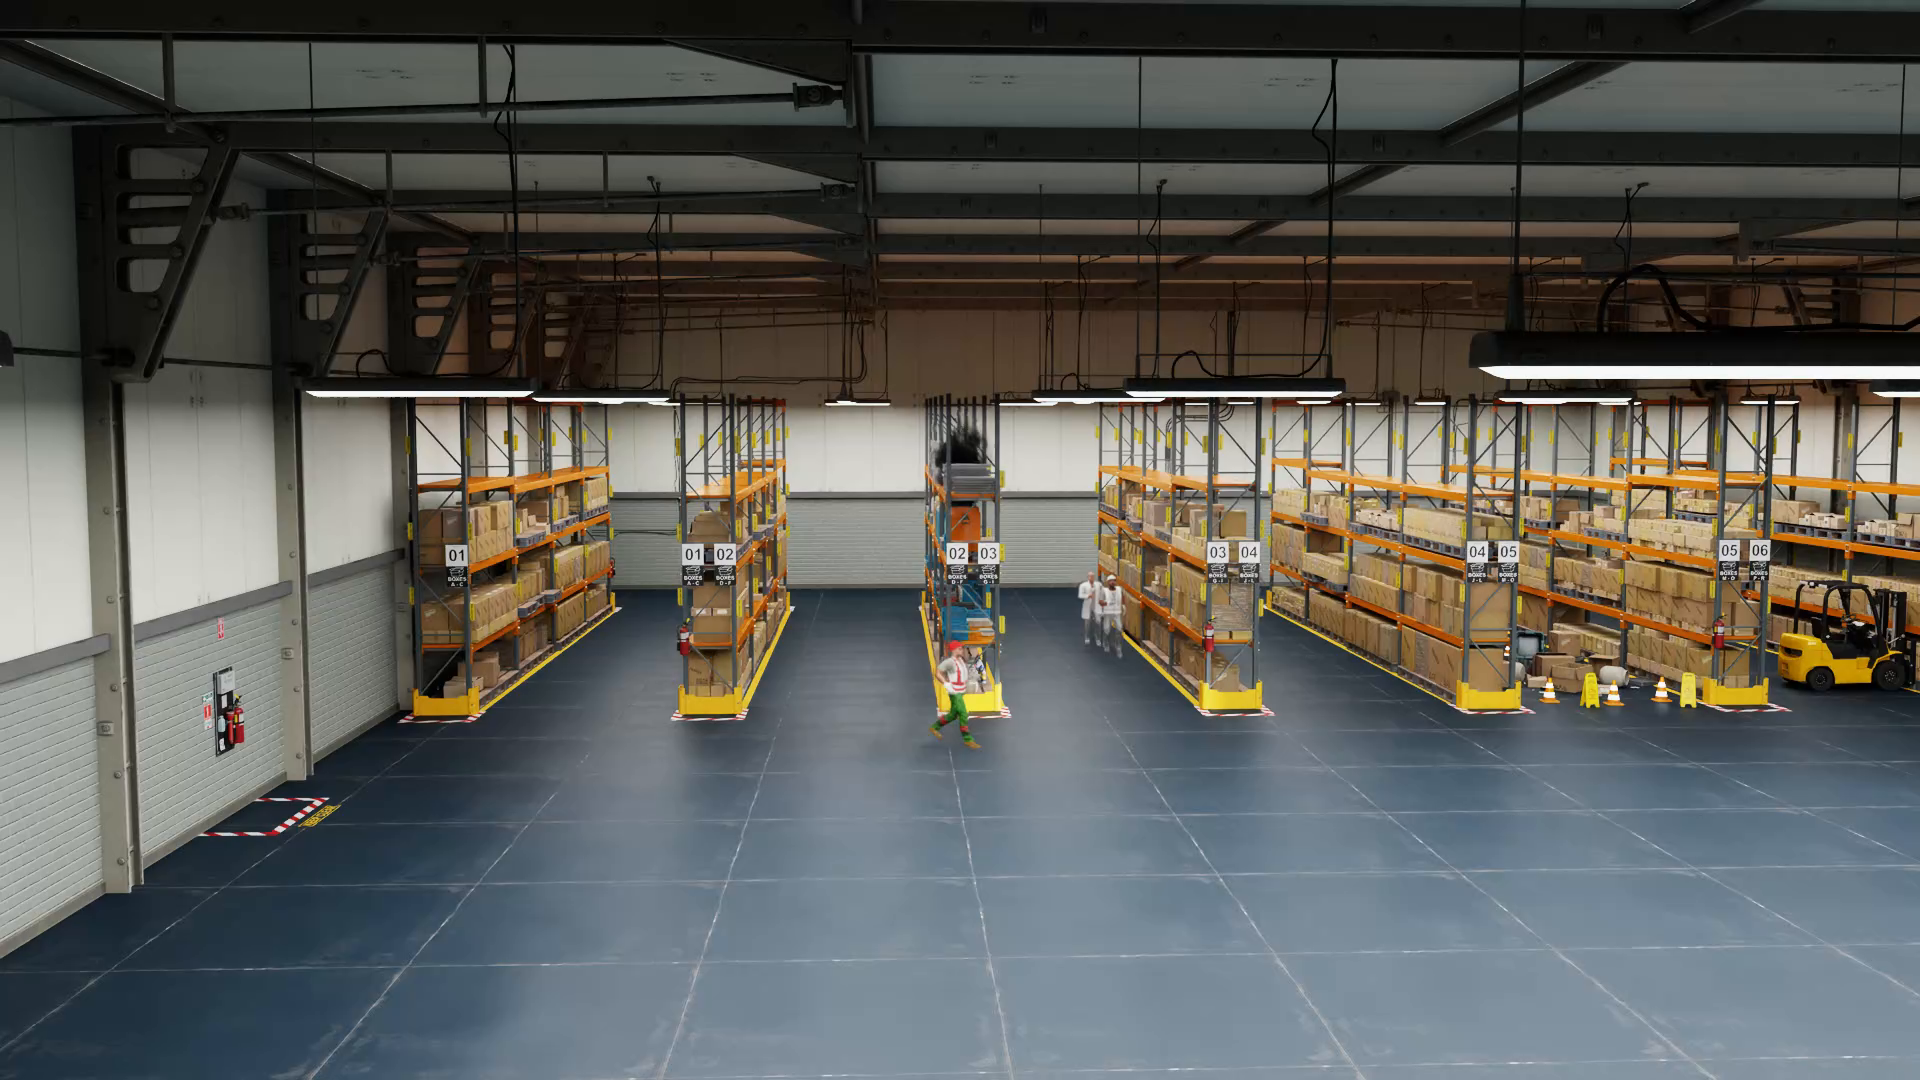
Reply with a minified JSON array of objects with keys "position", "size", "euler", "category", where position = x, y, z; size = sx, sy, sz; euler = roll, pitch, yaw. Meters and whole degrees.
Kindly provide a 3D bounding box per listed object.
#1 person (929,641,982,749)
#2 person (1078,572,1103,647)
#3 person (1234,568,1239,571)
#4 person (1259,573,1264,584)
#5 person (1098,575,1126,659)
[{"position":[-0.081,2.596,28.099],"size":[0.993,1.797,0.654],"euler":[2,5,21],"category":"person"},{"position":[3.187,1.678,40.112],"size":[0.689,1.826,0.799],"euler":[0,5,-4],"category":"person"},{"position":[7.711,1.310,45.783],"size":[0.538,1.571,0.630],"euler":[0,5,4],"category":"person"},{"position":[7.786,1.411,44.489],"size":[0.577,1.668,0.956],"euler":[0,5,-4],"category":"person"},{"position":[3.410,1.711,37.136],"size":[0.667,1.871,0.741],"euler":[-1,5,-7],"category":"person"}]
